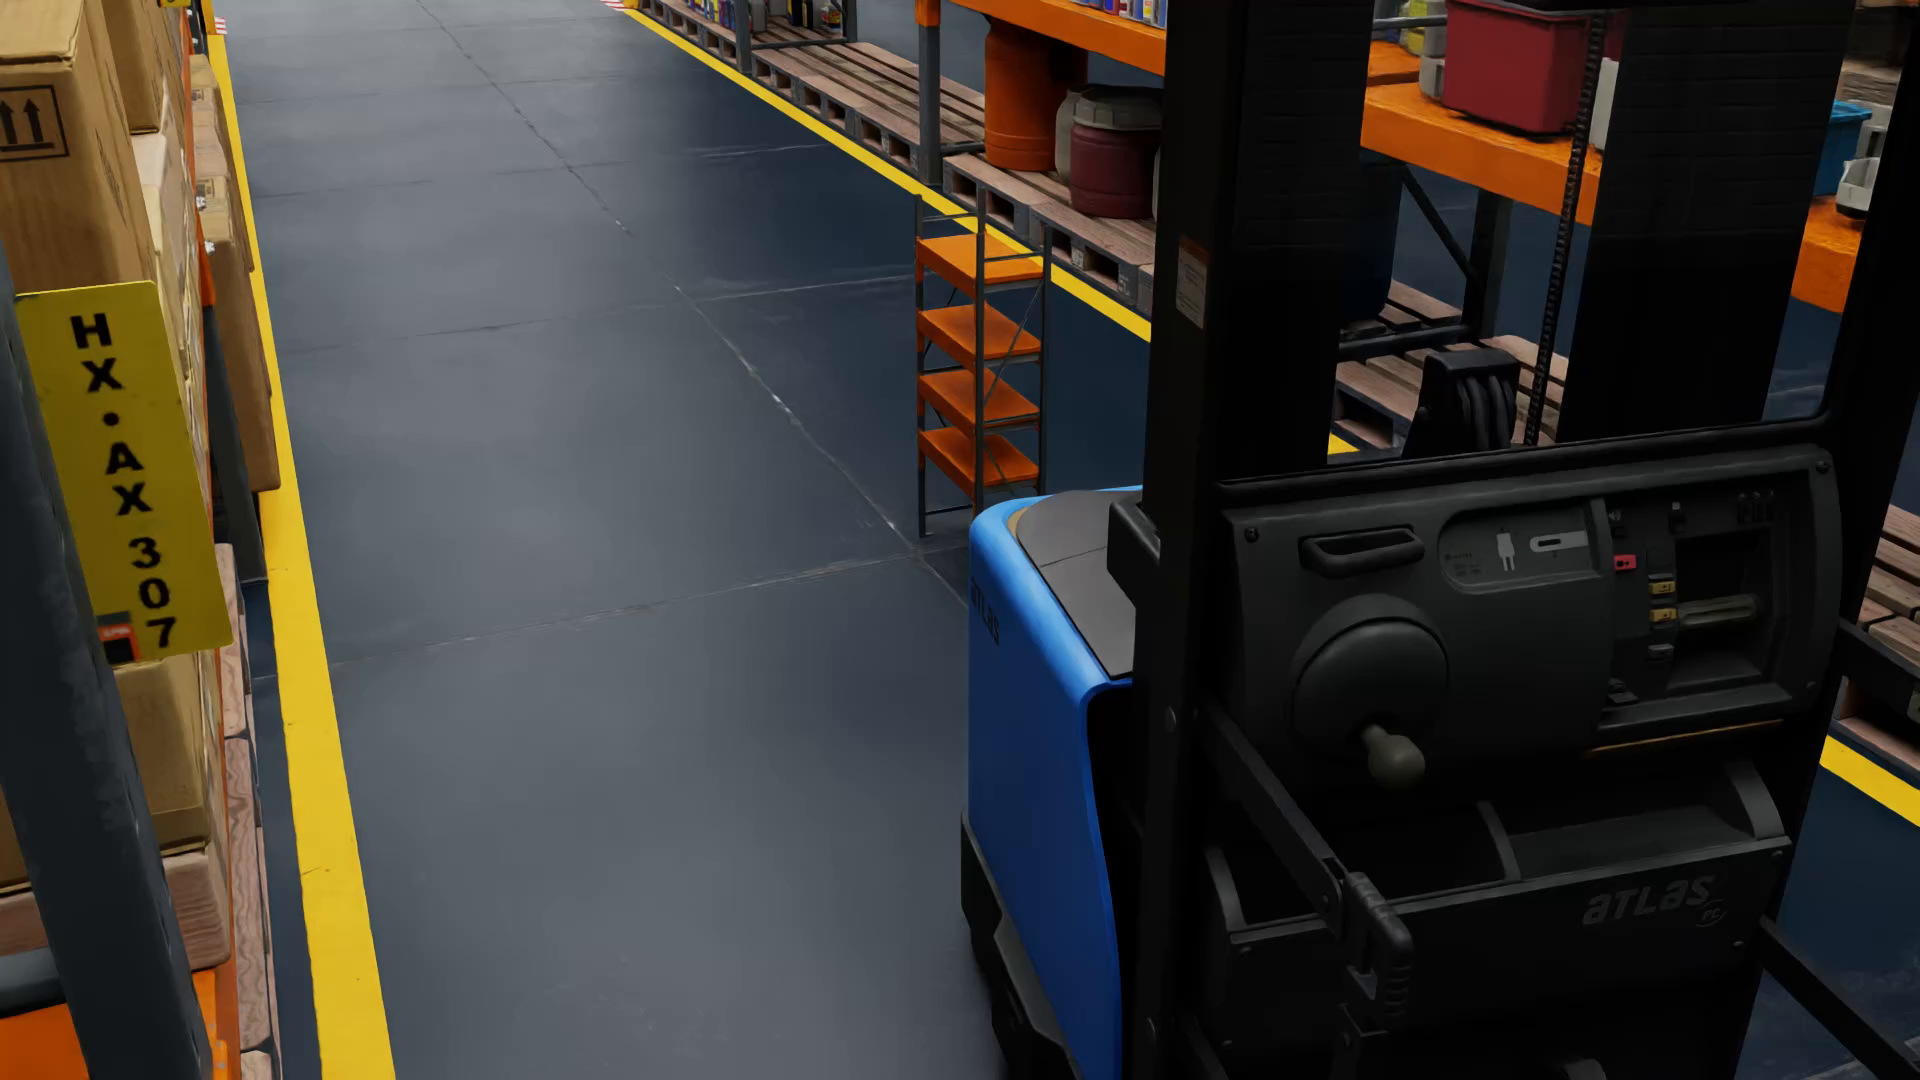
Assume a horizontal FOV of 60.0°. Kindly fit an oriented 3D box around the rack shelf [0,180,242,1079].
[{"bbox_3d":[-1.971,-0.015,3.181,1.077,0.370,4.000,-11,28,-21],"label":"rack shelf"}]

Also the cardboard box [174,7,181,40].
[{"bbox_3d":[-3.710,-2.446,7.227,0.500,0.500,0.500,-11,28,-21],"label":"cardboard box"}]

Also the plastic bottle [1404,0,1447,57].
[{"bbox_3d":[1.948,-2.188,6.869,0.144,0.351,0.185,-11,28,-21],"label":"plastic bottle"}]

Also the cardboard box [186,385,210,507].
[{"bbox_3d":[-1.529,-0.136,2.897,0.380,0.149,0.250,-11,28,-21],"label":"cardboard box"}]

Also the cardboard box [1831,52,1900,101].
[{"bbox_3d":[5.322,-2.679,10.165,0.500,0.500,0.500,-12,28,-22],"label":"cardboard box"}]

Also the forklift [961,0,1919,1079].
[{"bbox_3d":[0.871,0.139,2.124,1.130,2.935,3.031,-7,27,-13],"label":"forklift"}]

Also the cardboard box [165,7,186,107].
[{"bbox_3d":[-3.098,-1.824,5.953,0.500,0.500,0.500,-11,28,-22],"label":"cardboard box"}]

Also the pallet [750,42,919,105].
[{"bbox_3d":[-0.987,-3.663,13.011,1.003,0.211,1.213,-11,28,-21],"label":"pallet"}]

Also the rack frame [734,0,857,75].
[{"bbox_3d":[-1.330,-5.226,13.035,1.000,3.000,0.127,-11,28,-21],"label":"rack frame"}]

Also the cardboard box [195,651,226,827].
[{"bbox_3d":[-1.125,0.279,2.046,0.380,0.149,0.250,-11,28,-21],"label":"cardboard box"}]

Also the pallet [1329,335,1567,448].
[{"bbox_3d":[2.127,-0.453,6.437,1.003,0.211,1.213,-11,28,-21],"label":"pallet"}]

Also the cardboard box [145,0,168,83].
[{"bbox_3d":[-2.328,-1.409,4.194,0.500,0.500,0.500,-10,28,-19],"label":"cardboard box"}]

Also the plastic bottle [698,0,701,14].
[{"bbox_3d":[-2.300,-4.848,14.869,0.097,0.271,0.097,0,26,0],"label":"plastic bottle"}]

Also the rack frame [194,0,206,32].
[{"bbox_3d":[-7.454,-5.990,14.599,1.000,3.000,0.127,-11,28,-21],"label":"rack frame"}]

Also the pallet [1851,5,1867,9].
[{"bbox_3d":[8.574,-4.868,15.479,1.003,0.211,1.213,-11,28,-21],"label":"pallet"}]

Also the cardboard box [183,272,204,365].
[{"bbox_3d":[-1.830,-0.447,3.533,0.380,0.149,0.250,-11,28,-21],"label":"cardboard box"}]

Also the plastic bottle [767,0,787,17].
[{"bbox_3d":[-1.631,-4.809,14.784,0.152,0.276,0.135,-11,28,-21],"label":"plastic bottle"}]

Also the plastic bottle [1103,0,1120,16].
[{"bbox_3d":[0.735,-2.632,7.855,0.061,0.283,0.133,-11,28,-21],"label":"plastic bottle"}]

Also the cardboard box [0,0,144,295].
[{"bbox_3d":[-1.323,-0.376,2.078,0.500,0.500,0.500,-11,28,-22],"label":"cardboard box"}]

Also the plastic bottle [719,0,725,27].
[{"bbox_3d":[-2.025,-4.550,14.244,0.061,0.283,0.133,-9,27,-17],"label":"plastic bottle"}]

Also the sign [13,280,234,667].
[{"bbox_3d":[-0.675,-0.048,1.353,0.100,0.325,0.005,-11,28,-21],"label":"sign"}]

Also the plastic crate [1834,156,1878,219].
[{"bbox_3d":[2.519,-0.932,4.473,0.298,0.136,0.250,-11,28,-21],"label":"plastic crate"}]

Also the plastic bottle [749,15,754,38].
[{"bbox_3d":[-1.759,-4.259,13.742,0.097,0.201,0.097,0,26,0],"label":"plastic bottle"}]

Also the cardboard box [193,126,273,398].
[{"bbox_3d":[-3.374,-0.995,6.312,1.225,0.875,0.875,-12,28,-22],"label":"cardboard box"}]

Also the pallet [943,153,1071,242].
[{"bbox_3d":[0.584,-2.047,9.702,1.003,0.211,1.213,-11,28,-21],"label":"pallet"}]

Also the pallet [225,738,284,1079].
[{"bbox_3d":[-2.047,0.921,3.622,1.003,0.211,1.213,-11,28,-21],"label":"pallet"}]

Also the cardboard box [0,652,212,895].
[{"bbox_3d":[-1.127,0.163,1.829,0.500,0.250,0.500,-11,28,-22],"label":"cardboard box"}]

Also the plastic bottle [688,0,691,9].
[{"bbox_3d":[-2.432,-4.954,15.165,0.097,0.201,0.097,0,26,0],"label":"plastic bottle"}]

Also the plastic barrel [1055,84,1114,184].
[{"bbox_3d":[0.747,-2.275,9.347,0.421,0.512,0.421,0,26,0],"label":"plastic barrel"}]

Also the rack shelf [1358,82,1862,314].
[{"bbox_3d":[2.586,-0.866,4.924,1.077,0.370,4.000,-11,28,-21],"label":"rack shelf"}]

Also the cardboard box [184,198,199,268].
[{"bbox_3d":[-2.132,-0.758,4.170,0.380,0.149,0.250,-11,28,-21],"label":"cardboard box"}]

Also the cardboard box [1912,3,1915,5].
[{"bbox_3d":[8.928,-4.897,14.709,0.700,0.500,0.500,-11,28,-21],"label":"cardboard box"}]

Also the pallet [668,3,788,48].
[{"bbox_3d":[-2.036,-4.744,15.227,1.003,0.211,1.213,-11,28,-21],"label":"pallet"}]

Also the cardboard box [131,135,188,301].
[{"bbox_3d":[-1.935,-0.664,3.523,0.500,0.250,0.500,-10,28,-20],"label":"cardboard box"}]

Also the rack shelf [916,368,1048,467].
[{"bbox_3d":[0.065,-0.412,5.379,0.258,0.148,0.480,-11,28,-21],"label":"rack shelf"}]

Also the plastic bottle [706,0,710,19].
[{"bbox_3d":[-2.180,-4.694,14.633,0.097,0.201,0.097,0,26,0],"label":"plastic bottle"}]

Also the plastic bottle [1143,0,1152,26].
[{"bbox_3d":[0.888,-2.458,7.592,0.097,0.201,0.097,0,26,0],"label":"plastic bottle"}]

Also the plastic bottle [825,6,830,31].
[{"bbox_3d":[-1.091,-4.411,14.054,0.097,0.201,0.097,0,26,0],"label":"plastic bottle"}]

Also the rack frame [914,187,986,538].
[{"bbox_3d":[-0.031,-0.571,5.552,0.240,1.200,0.015,-11,28,-21],"label":"rack frame"}]

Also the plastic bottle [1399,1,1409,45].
[{"bbox_3d":[1.938,-2.226,7.116,0.097,0.201,0.097,0,26,0],"label":"plastic bottle"}]

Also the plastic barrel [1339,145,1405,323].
[{"bbox_3d":[1.606,-1.465,7.244,0.600,0.901,0.708,-11,28,-21],"label":"plastic barrel"}]

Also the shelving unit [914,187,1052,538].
[{"bbox_3d":[0.065,-0.472,5.350,0.258,1.200,0.503,-11,28,-21],"label":"shelving unit"}]

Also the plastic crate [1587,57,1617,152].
[{"bbox_3d":[2.232,-1.322,5.105,0.437,0.282,0.530,-11,28,-21],"label":"plastic crate"}]

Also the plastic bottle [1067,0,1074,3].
[{"bbox_3d":[0.581,-2.805,8.224,0.097,0.271,0.097,0,26,0],"label":"plastic bottle"}]
